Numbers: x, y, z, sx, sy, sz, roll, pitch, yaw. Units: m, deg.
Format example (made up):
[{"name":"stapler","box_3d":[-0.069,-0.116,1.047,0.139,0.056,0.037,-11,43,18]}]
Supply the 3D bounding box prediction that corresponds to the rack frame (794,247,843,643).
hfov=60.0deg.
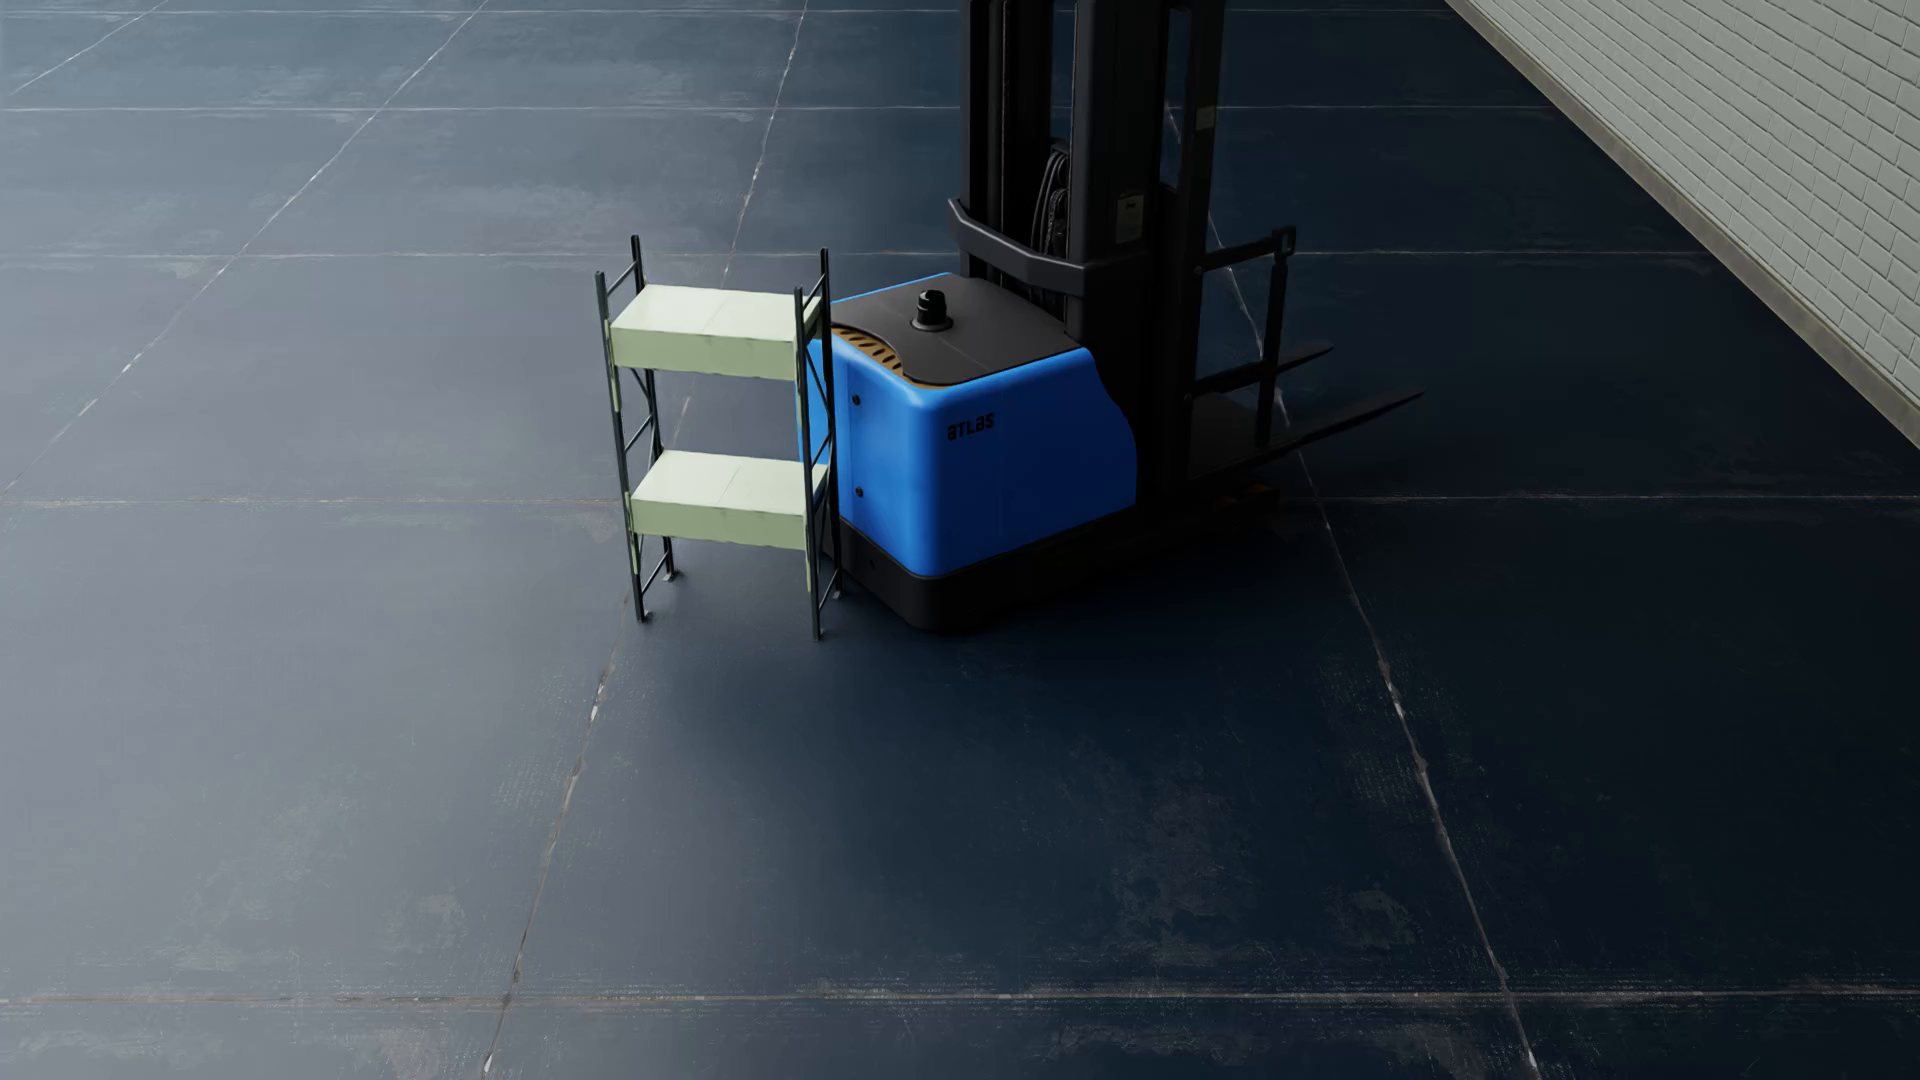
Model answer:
[{"name":"rack frame","box_3d":[-0.534,-0.338,6.361,0.023,1.500,0.400,6,32,9]}]

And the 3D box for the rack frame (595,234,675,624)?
[{"name":"rack frame","box_3d":[-1.254,-0.407,6.475,0.023,1.500,0.400,6,32,9]}]

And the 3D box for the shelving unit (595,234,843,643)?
[{"name":"shelving unit","box_3d":[-0.894,-0.372,6.418,0.755,1.500,0.431,6,32,9]}]

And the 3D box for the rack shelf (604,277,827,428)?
[{"name":"rack shelf","box_3d":[-0.894,-0.706,6.215,0.720,0.370,0.431,6,32,9]}]

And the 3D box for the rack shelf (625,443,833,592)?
[{"name":"rack shelf","box_3d":[-0.894,-0.094,6.587,0.720,0.370,0.431,6,32,9]}]

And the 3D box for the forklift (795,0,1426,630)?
[{"name":"forklift","box_3d":[0.811,-1.485,6.871,3.031,2.935,1.130,-20,36,-29]}]
